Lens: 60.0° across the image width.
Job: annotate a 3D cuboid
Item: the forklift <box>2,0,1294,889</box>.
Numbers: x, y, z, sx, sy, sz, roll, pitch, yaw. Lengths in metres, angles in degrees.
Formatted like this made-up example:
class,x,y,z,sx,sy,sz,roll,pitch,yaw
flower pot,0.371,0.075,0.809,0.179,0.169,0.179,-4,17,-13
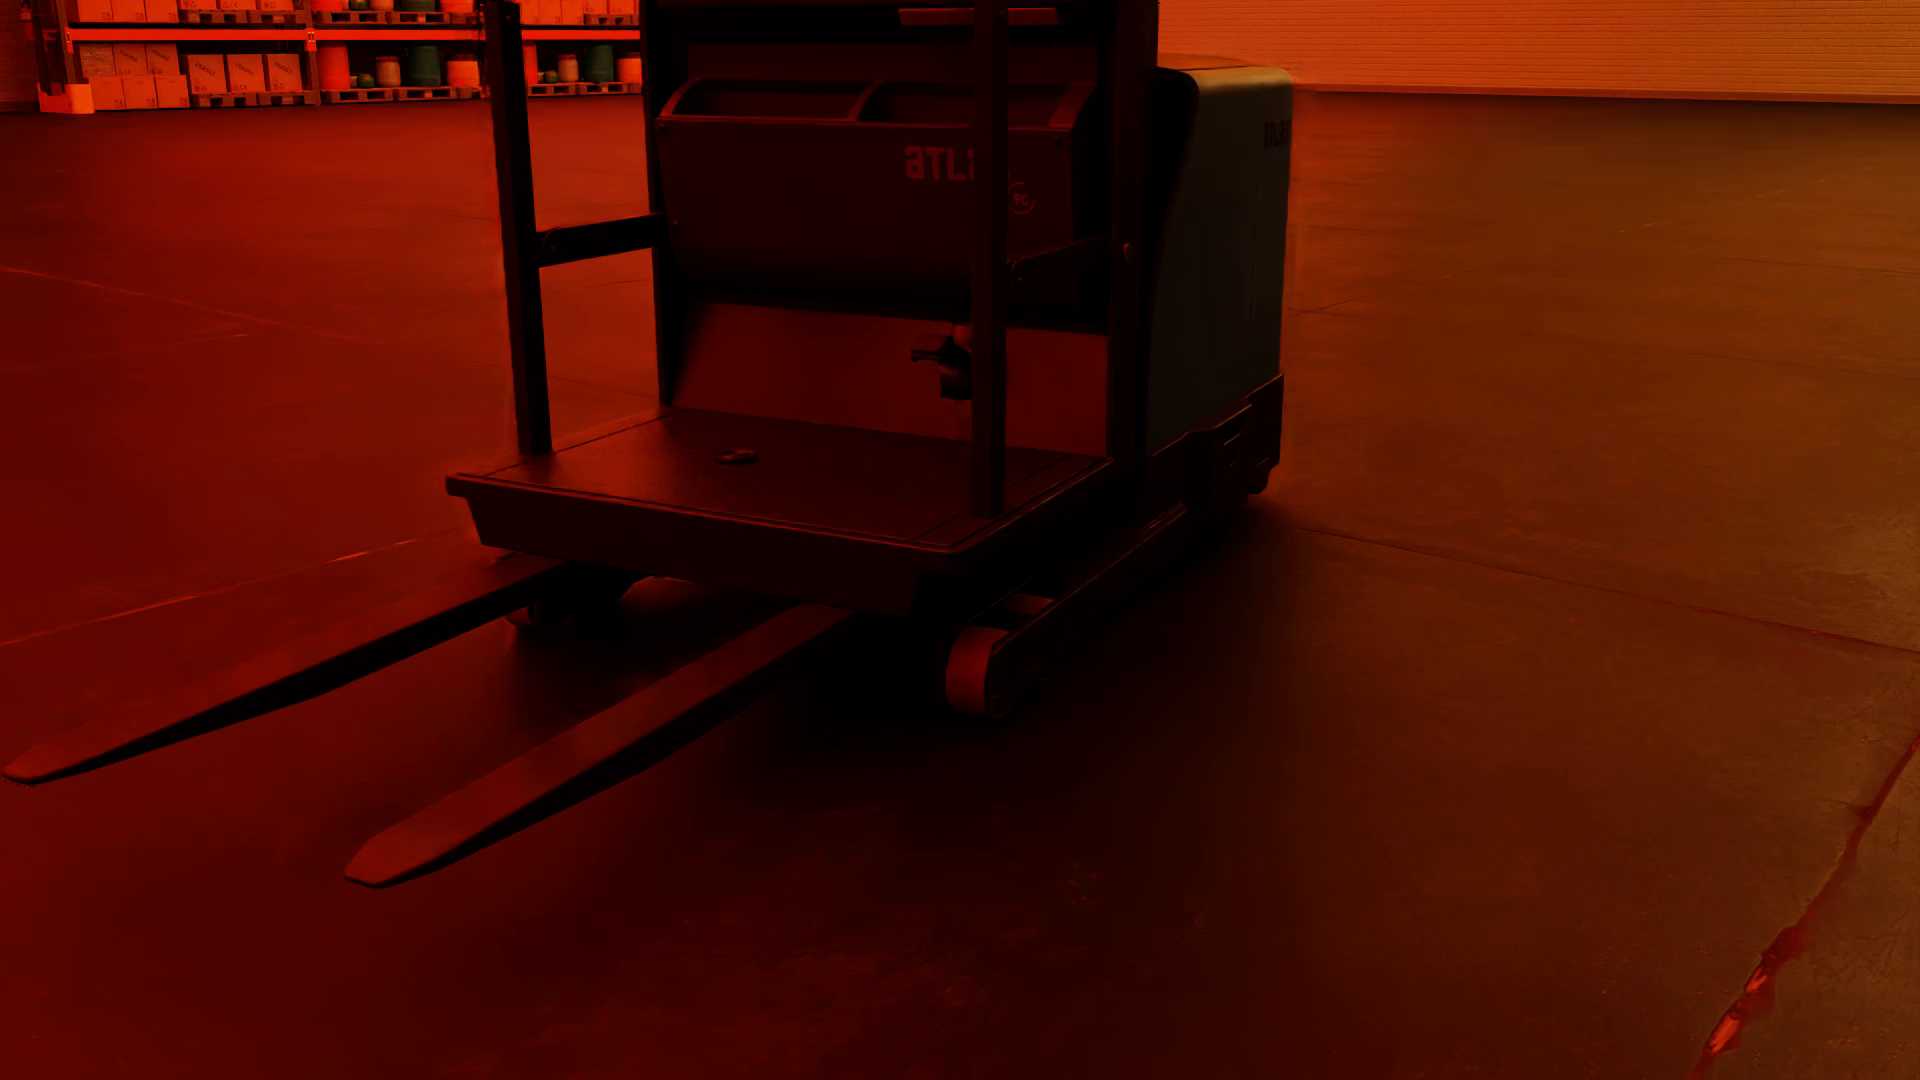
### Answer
class,x,y,z,sx,sy,sz,roll,pitch,yaw
forklift,-0.275,-1.234,2.960,1.130,2.935,3.031,8,19,26
